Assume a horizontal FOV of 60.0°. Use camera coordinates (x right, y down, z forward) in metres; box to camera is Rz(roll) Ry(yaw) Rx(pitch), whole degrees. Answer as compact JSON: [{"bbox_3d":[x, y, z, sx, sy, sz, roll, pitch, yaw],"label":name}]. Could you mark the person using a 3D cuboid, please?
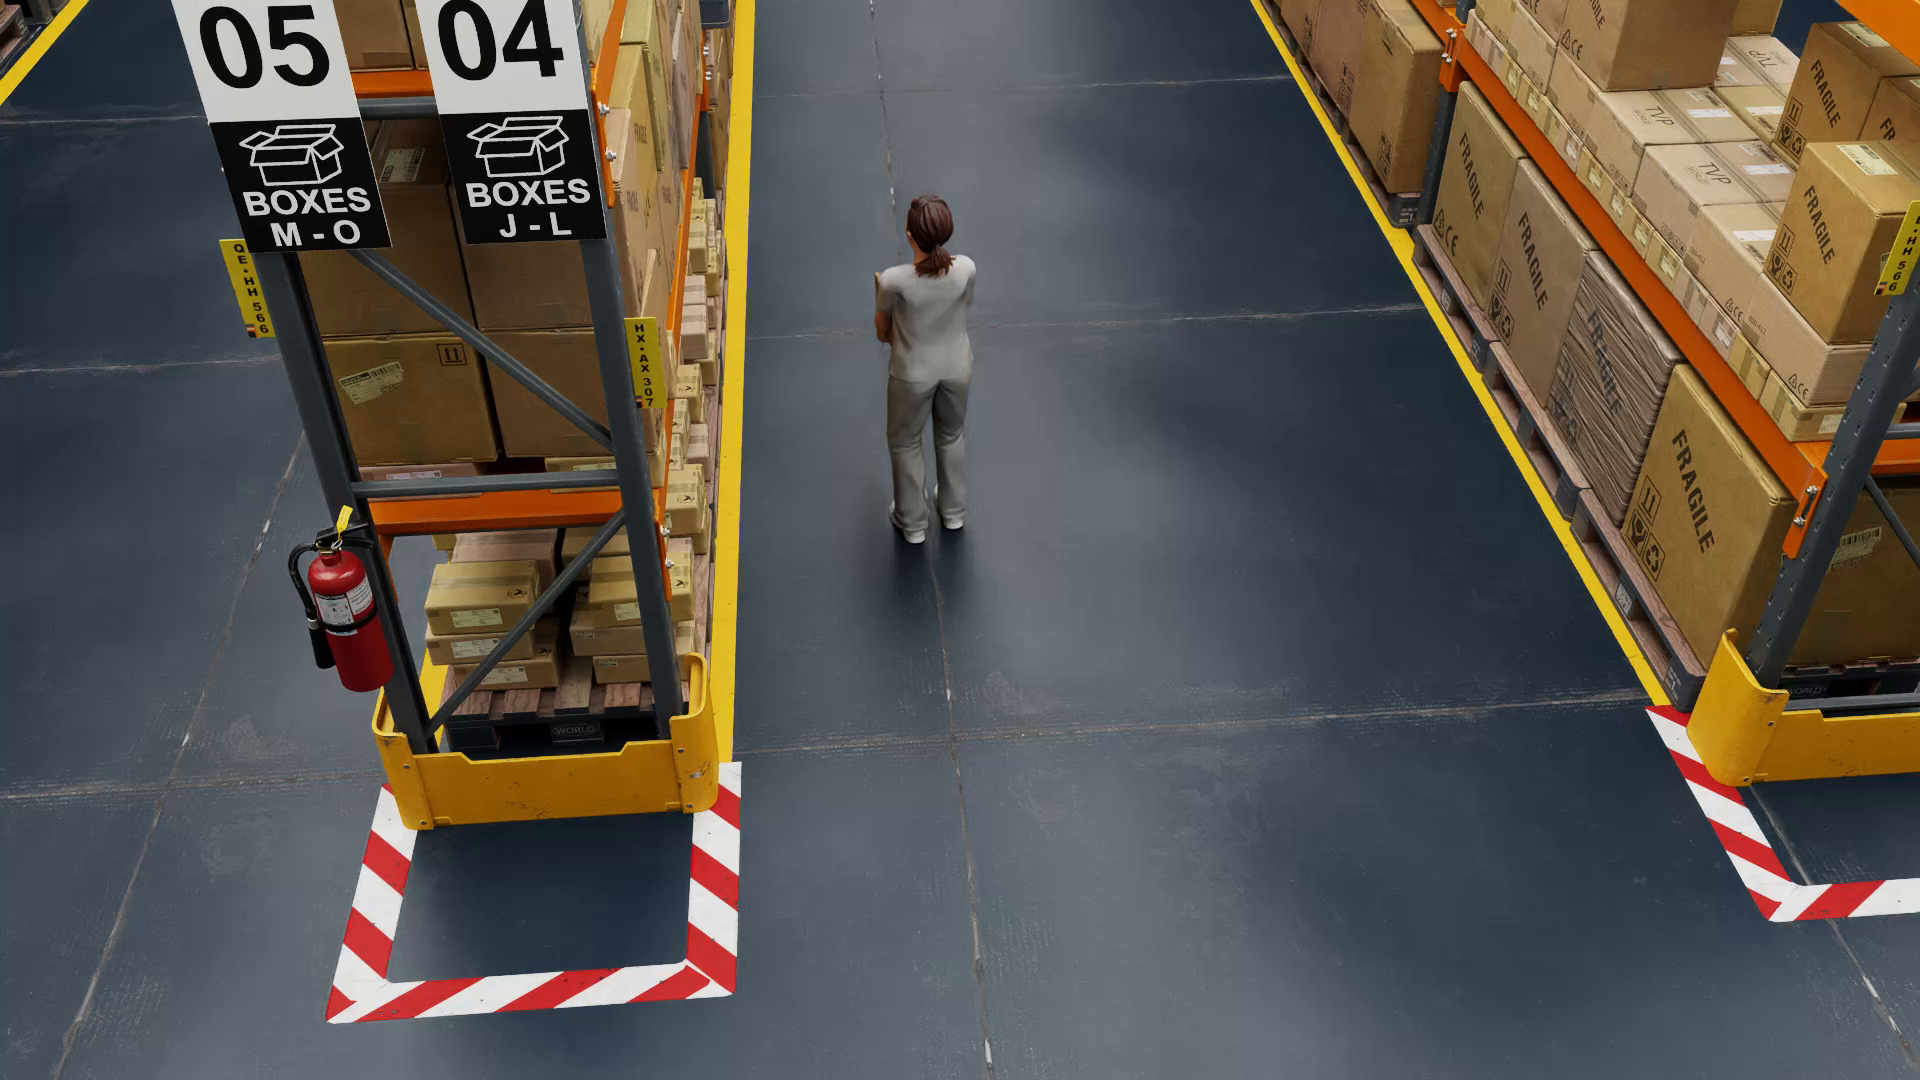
[{"bbox_3d":[-0.149,-0.747,7.079,0.436,1.667,0.541,-11,41,-13],"label":"person"}]
